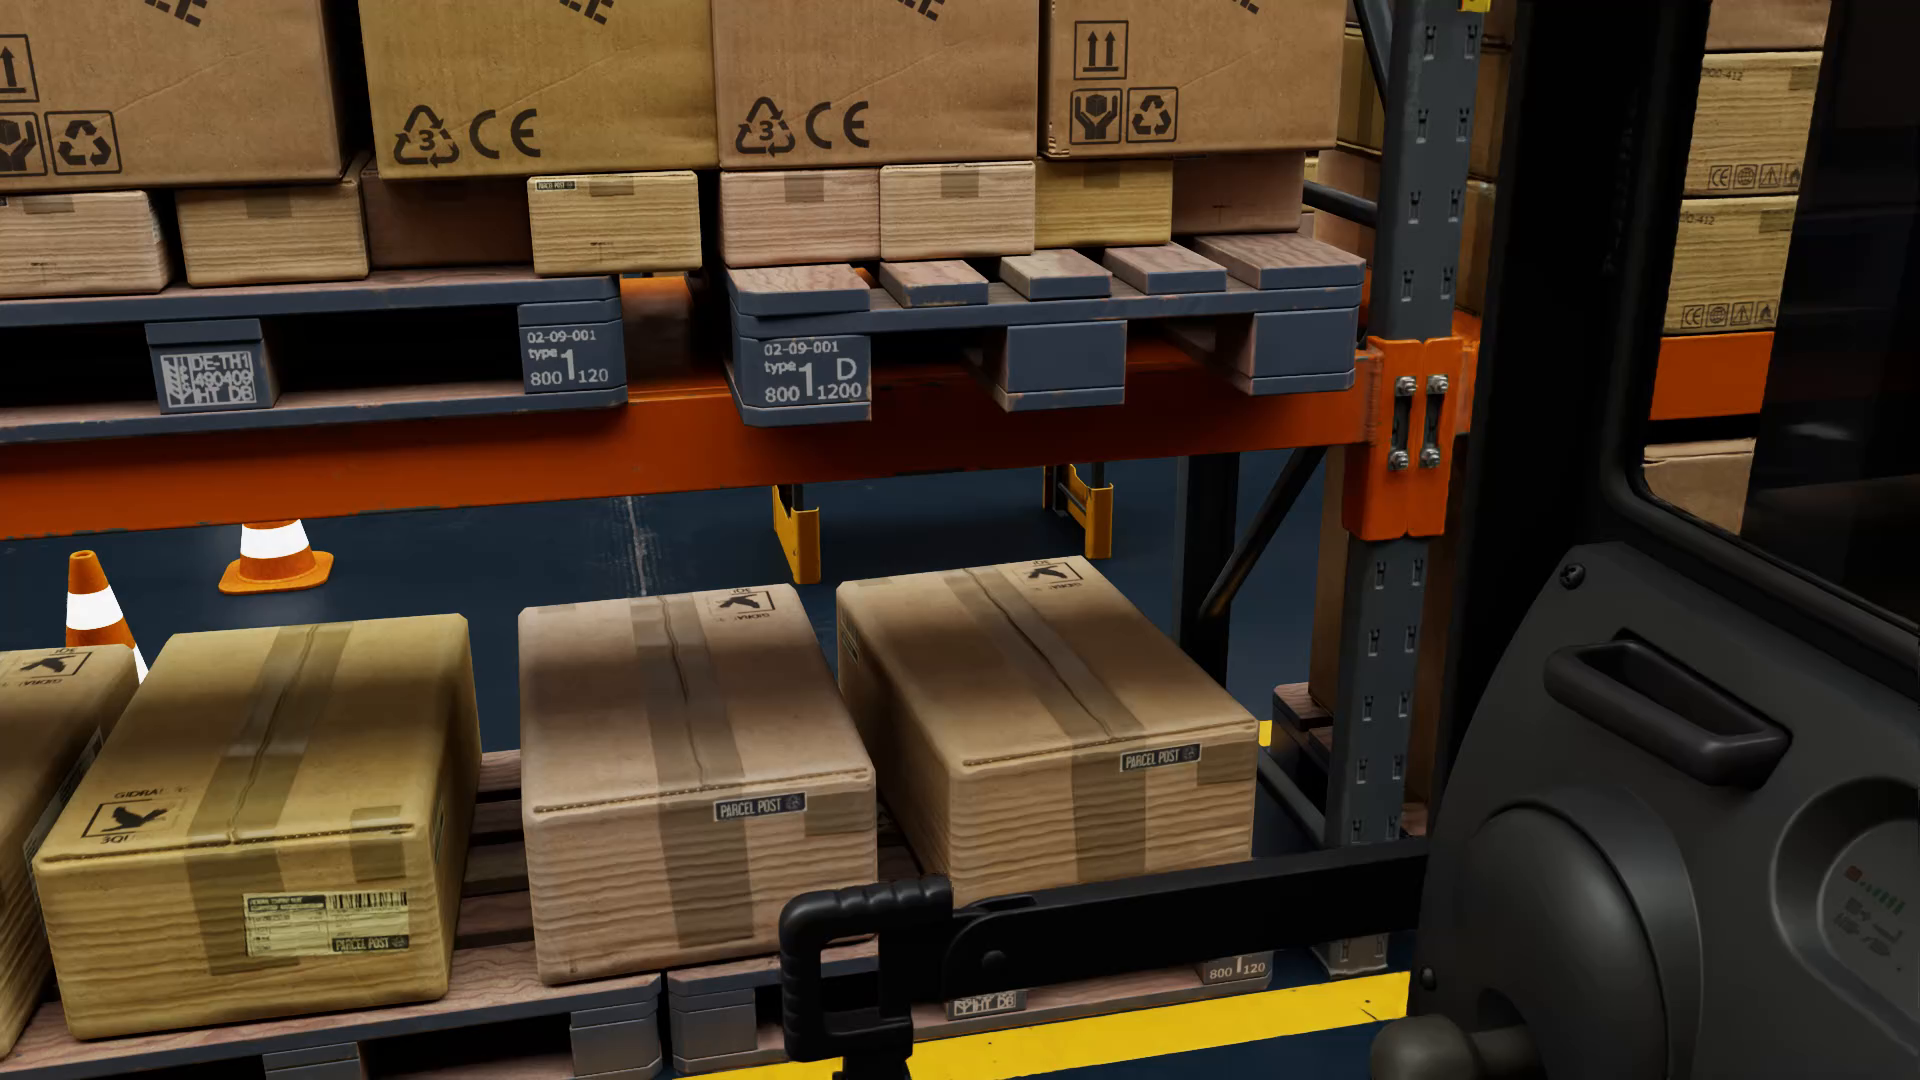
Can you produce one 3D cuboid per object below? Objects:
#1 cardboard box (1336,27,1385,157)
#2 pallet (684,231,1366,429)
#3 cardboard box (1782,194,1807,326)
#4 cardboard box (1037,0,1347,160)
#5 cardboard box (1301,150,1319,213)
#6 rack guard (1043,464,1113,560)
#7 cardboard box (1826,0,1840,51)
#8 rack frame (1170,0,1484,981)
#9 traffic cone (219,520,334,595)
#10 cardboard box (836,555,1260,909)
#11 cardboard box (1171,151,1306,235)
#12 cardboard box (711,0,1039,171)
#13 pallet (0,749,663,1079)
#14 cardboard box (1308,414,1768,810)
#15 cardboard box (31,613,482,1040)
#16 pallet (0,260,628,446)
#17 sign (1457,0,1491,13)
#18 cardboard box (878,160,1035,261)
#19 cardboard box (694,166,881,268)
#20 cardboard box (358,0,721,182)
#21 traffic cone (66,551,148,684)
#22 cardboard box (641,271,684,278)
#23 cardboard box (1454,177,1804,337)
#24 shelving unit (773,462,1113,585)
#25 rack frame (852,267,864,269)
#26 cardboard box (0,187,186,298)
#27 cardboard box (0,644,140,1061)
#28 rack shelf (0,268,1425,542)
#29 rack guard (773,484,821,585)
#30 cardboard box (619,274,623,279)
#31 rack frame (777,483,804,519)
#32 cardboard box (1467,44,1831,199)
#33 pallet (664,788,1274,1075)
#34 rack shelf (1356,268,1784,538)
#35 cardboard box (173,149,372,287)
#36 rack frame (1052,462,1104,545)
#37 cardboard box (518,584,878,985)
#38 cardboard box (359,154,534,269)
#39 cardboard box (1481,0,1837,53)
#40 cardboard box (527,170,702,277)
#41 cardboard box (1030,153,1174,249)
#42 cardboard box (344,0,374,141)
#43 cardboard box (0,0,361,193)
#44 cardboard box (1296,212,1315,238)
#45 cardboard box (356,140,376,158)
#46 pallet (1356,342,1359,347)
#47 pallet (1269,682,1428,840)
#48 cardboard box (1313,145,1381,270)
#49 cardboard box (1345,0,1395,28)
[{"bbox_3d":[1.111,-0.974,3.604,0.500,0.250,0.500,-5,21,-13],"label":"cardboard box"},{"bbox_3d":[0.029,-0.504,3.109,1.003,0.211,1.213,-5,21,-12],"label":"pallet"},{"bbox_3d":[1.728,-0.617,3.356,0.500,0.250,0.500,-5,21,-14],"label":"cardboard box"},{"bbox_3d":[0.320,-0.941,2.834,0.500,0.500,0.500,-5,21,-14],"label":"cardboard box"},{"bbox_3d":[1.673,-1.801,8.304,0.500,0.250,0.500,-6,21,-15],"label":"cardboard box"},{"bbox_3d":[0.410,-0.151,5.863,0.087,0.250,0.587,-5,21,-12],"label":"rack guard"},{"bbox_3d":[1.715,-1.202,3.137,0.500,0.500,0.500,-5,21,-12],"label":"cardboard box"},{"bbox_3d":[0.698,-0.686,3.327,0.127,3.000,1.000,-5,21,-12],"label":"rack frame"},{"bbox_3d":[-2.258,-0.103,5.423,0.334,0.463,0.336,-5,21,-12],"label":"traffic cone"},{"bbox_3d":[0.146,0.392,3.594,0.625,0.372,0.950,-6,21,-16],"label":"cardboard box"},{"bbox_3d":[0.434,-0.661,3.012,0.250,0.149,0.380,-4,20,-10],"label":"cardboard box"},{"bbox_3d":[-0.181,-0.896,2.713,0.500,0.500,0.500,-5,21,-13],"label":"cardboard box"},{"bbox_3d":[-1.247,0.780,3.379,1.213,0.211,1.003,-5,21,-12],"label":"pallet"},{"bbox_3d":[1.390,0.087,3.694,0.875,0.875,0.875,-5,21,-13],"label":"cardboard box"},{"bbox_3d":[-1.309,0.511,3.268,0.625,0.372,0.950,-4,20,-11],"label":"cardboard box"},{"bbox_3d":[-1.219,-0.426,2.895,1.213,0.211,1.003,-5,21,-12],"label":"pallet"},{"bbox_3d":[0.832,-1.012,2.648,0.005,0.325,0.100,-5,21,-12],"label":"sign"},{"bbox_3d":[-0.046,-0.580,2.793,0.250,0.149,0.380,-5,21,-13],"label":"cardboard box"},{"bbox_3d":[-0.292,-0.563,2.746,0.250,0.149,0.380,-6,21,-15],"label":"cardboard box"},{"bbox_3d":[-0.672,-0.856,2.602,0.500,0.500,0.500,-6,21,-16],"label":"cardboard box"},{"bbox_3d":[-2.310,0.255,4.446,0.334,0.463,0.336,-5,21,-12],"label":"traffic cone"},{"bbox_3d":[-1.152,-1.458,8.094,0.750,0.750,1.050,-5,21,-13],"label":"cardboard box"},{"bbox_3d":[1.233,-0.570,3.229,0.500,0.250,0.500,-5,21,-13],"label":"cardboard box"},{"bbox_3d":[-0.074,-0.698,5.540,1.083,1.500,0.587,-5,21,-12],"label":"shelving unit"},{"bbox_3d":[-0.539,-2.335,7.829,0.127,3.000,1.000,-5,21,-12],"label":"rack frame"},{"bbox_3d":[-1.309,-0.481,2.521,0.250,0.149,0.380,-4,20,-10],"label":"cardboard box"},{"bbox_3d":[-1.986,0.567,3.117,0.625,0.372,0.950,-3,20,-9],"label":"cardboard box"},{"bbox_3d":[-1.248,-0.190,3.019,4.000,0.370,1.077,-5,21,-12],"label":"rack shelf"},{"bbox_3d":[-0.559,-0.072,5.648,0.087,0.250,0.587,-5,21,-12],"label":"rack guard"},{"bbox_3d":[-2.002,-1.388,7.902,0.750,0.750,1.050,-4,21,-12],"label":"cardboard box"},{"bbox_3d":[-0.578,-0.657,5.428,0.032,1.500,0.500,-5,21,-12],"label":"rack frame"},{"bbox_3d":[1.248,-0.808,3.151,0.500,0.250,0.500,-5,21,-13],"label":"cardboard box"},{"bbox_3d":[-0.062,0.684,3.639,1.213,0.211,1.003,-5,21,-12],"label":"pallet"},{"bbox_3d":[2.645,-0.507,3.883,4.000,0.370,1.077,-5,21,-12],"label":"rack shelf"},{"bbox_3d":[-1.056,-0.512,2.605,0.250,0.149,0.380,-5,21,-14],"label":"cardboard box"},{"bbox_3d":[0.412,-0.738,5.648,0.032,1.500,0.500,-5,21,-12],"label":"rack frame"},{"bbox_3d":[-0.570,0.453,3.427,0.625,0.372,0.950,-5,21,-14],"label":"cardboard box"},{"bbox_3d":[-0.831,-0.559,2.734,0.250,0.149,0.380,-4,21,-12],"label":"cardboard box"},{"bbox_3d":[1.235,-1.160,3.021,0.500,0.500,0.500,-5,21,-14],"label":"cardboard box"},{"bbox_3d":[-0.557,-0.537,2.673,0.250,0.149,0.380,-4,21,-12],"label":"cardboard box"},{"bbox_3d":[0.189,-0.615,2.888,0.250,0.149,0.380,-4,21,-12],"label":"cardboard box"},{"bbox_3d":[-1.302,-0.987,2.960,0.500,0.500,0.500,-5,21,-15],"label":"cardboard box"},{"bbox_3d":[-1.203,-0.813,2.485,0.500,0.500,0.500,-6,21,-15],"label":"cardboard box"},{"bbox_3d":[1.692,-1.453,8.443,0.500,0.500,0.500,-5,21,-14],"label":"cardboard box"},{"bbox_3d":[-0.975,-0.689,3.090,0.250,0.149,0.380,-4,20,-10],"label":"cardboard box"},{"bbox_3d":[1.407,-1.183,8.736,1.213,0.211,1.003,-5,21,-12],"label":"pallet"},{"bbox_3d":[1.483,0.586,3.908,1.213,0.211,1.003,-5,21,-12],"label":"pallet"},{"bbox_3d":[1.131,-0.743,3.699,0.500,0.250,0.500,-5,21,-14],"label":"cardboard box"},{"bbox_3d":[1.141,-1.331,3.489,0.500,0.500,0.500,-5,21,-14],"label":"cardboard box"}]
